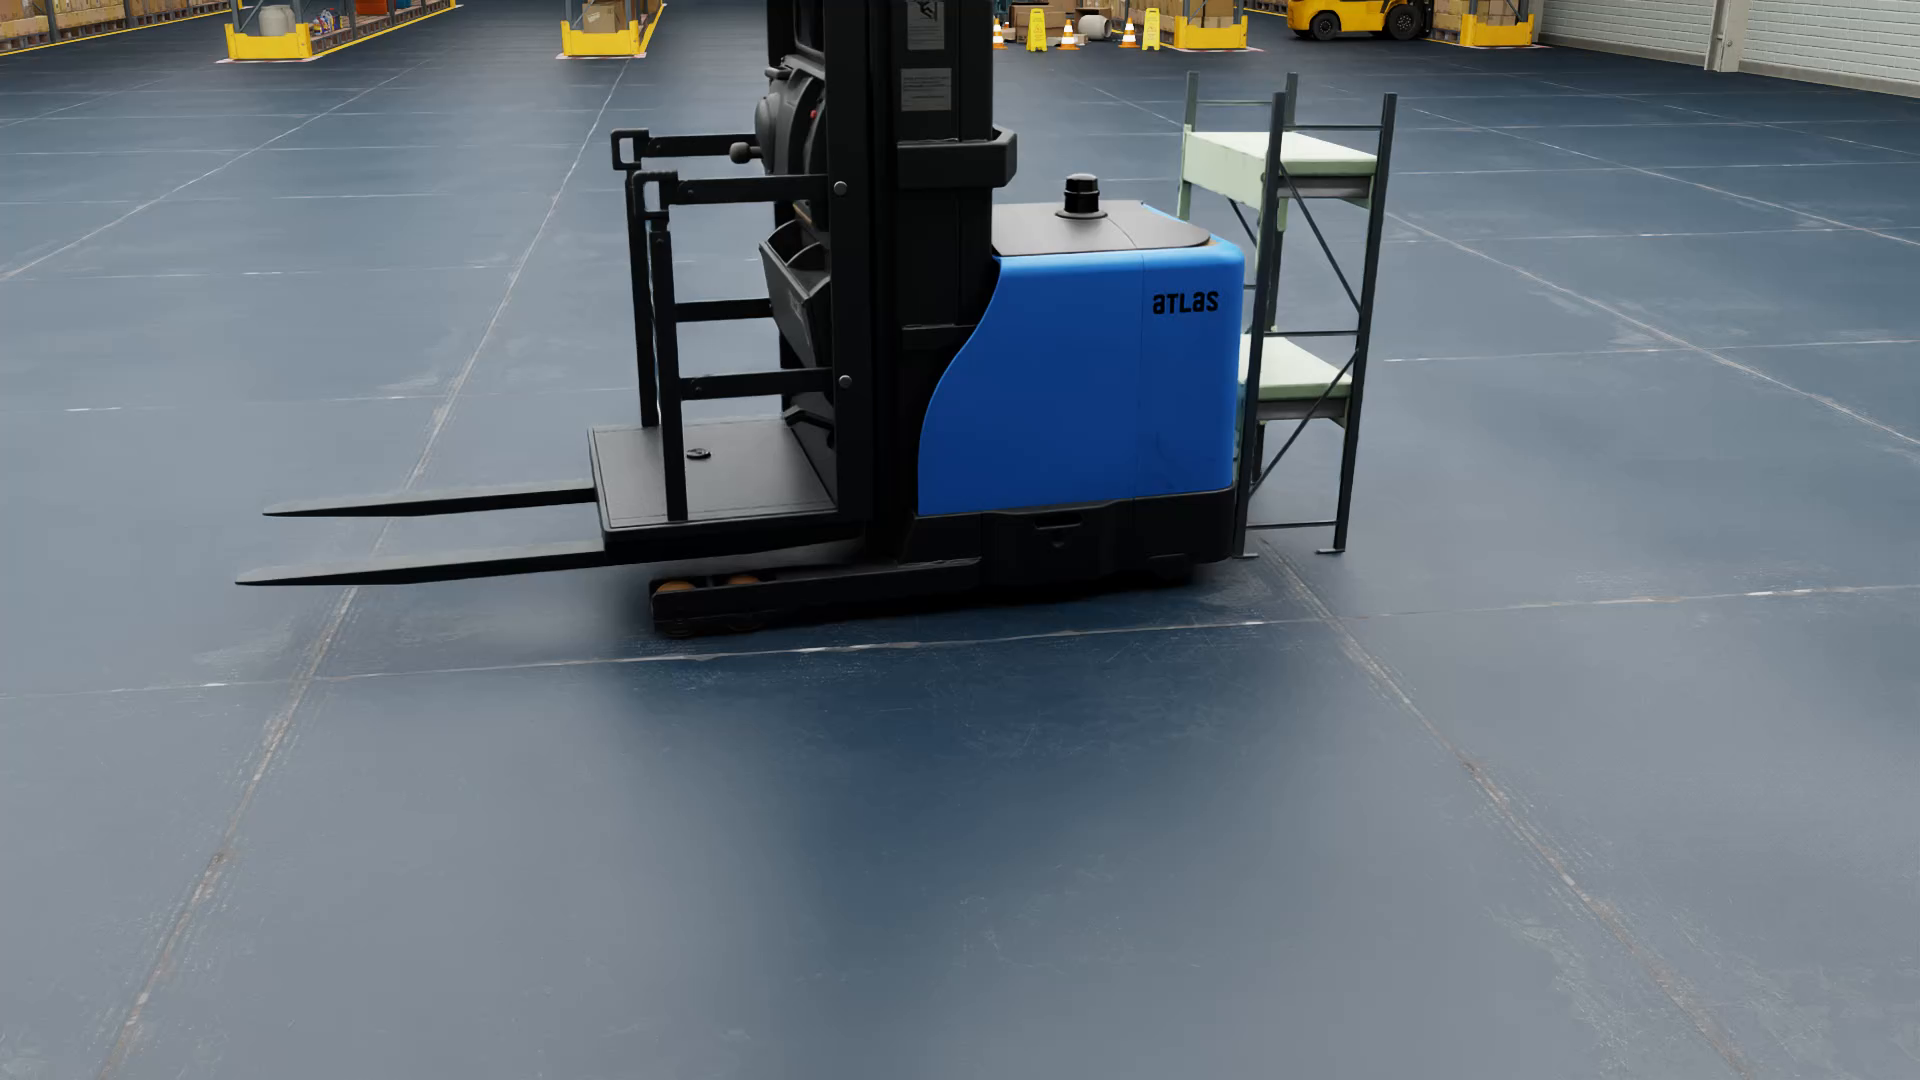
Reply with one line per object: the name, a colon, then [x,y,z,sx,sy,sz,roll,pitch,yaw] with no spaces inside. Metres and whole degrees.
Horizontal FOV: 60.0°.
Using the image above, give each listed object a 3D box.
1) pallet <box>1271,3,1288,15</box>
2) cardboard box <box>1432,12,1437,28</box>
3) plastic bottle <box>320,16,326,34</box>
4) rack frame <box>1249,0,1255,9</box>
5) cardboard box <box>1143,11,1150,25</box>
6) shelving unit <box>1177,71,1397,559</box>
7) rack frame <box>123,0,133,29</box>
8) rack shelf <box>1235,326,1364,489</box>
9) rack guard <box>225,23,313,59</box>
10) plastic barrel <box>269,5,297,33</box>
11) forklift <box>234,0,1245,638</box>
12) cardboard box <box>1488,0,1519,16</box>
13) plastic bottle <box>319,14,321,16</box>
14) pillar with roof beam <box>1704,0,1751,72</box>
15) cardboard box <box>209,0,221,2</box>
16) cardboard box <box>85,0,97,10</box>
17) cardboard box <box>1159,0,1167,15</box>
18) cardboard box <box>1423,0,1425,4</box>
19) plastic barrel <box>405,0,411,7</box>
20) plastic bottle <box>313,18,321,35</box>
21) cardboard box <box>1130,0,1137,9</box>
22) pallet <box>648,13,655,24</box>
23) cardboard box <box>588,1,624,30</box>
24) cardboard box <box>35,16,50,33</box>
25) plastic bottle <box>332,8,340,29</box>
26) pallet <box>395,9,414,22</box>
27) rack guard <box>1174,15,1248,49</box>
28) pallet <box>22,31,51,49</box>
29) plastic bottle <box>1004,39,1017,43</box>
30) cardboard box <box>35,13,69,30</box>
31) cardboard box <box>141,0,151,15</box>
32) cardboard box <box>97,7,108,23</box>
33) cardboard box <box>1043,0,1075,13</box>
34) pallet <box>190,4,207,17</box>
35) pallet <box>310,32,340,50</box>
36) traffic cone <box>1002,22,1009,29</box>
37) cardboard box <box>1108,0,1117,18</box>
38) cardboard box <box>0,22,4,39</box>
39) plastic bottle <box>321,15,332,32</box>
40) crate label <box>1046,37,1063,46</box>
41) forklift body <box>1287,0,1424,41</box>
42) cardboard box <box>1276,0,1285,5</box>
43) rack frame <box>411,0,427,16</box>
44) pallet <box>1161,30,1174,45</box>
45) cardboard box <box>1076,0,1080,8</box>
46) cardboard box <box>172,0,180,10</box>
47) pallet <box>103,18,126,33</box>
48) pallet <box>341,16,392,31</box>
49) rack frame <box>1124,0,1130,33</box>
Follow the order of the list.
pallet: [7.677,-11.955,37.424,1.003,0.211,1.213,-3,21,-8]
cardboard box: [8.568,-9.212,29.422,0.500,0.250,0.500,-3,21,-7]
plastic bottle: [-10.562,-8.534,27.547,0.097,0.271,0.097,0,20,0]
rack frame: [7.344,-13.965,38.819,1.000,3.000,0.127,-3,21,-8]
cardboard box: [3.571,-9.266,29.568,0.500,0.250,0.500,-3,21,-8]
shelving unit: [1.037,-0.780,5.643,0.431,1.500,0.755,-3,21,-13]
rack frame: [-16.601,-11.330,31.764,1.000,3.000,0.127,-3,21,-8]
rack shelf: [1.028,-0.474,5.755,0.431,0.370,0.720,-3,21,-13]
rack guard: [-10.603,-7.662,25.515,1.175,0.500,0.348,-3,21,-8]
plastic barrel: [-10.788,-8.238,26.440,0.421,0.512,0.421,0,20,0]
forklift: [-0.691,-1.287,4.973,3.031,2.935,1.130,-5,21,-14]
cardboard box: [9.211,-9.126,28.479,0.500,0.250,0.500,-3,21,-7]
plastic bottle: [-10.768,-8.727,28.047,0.061,0.283,0.133,-3,21,-8]
pillar with roof beam: [6.470,-10.612,21.269,9.100,9.000,0.400,-3,21,-8]
cardboard box: [-17.325,-12.512,38.229,0.500,0.250,0.500,-3,21,-8]
cardboard box: [-16.060,-9.804,30.208,0.500,0.311,0.500,-2,21,-6]
cardboard box: [3.710,-9.263,28.488,0.500,0.500,0.500,-2,21,-6]
cardboard box: [8.469,-9.631,29.830,0.500,0.250,0.500,-3,21,-8]
plastic barrel: [-12.214,-11.988,35.925,0.600,0.901,0.708,-3,21,-8]
plastic bottle: [-10.499,-8.380,27.137,0.097,0.271,0.097,0,20,0]
cardboard box: [3.403,-9.985,30.422,0.500,0.500,0.500,-2,21,-5]
pallet: [-6.837,-10.799,34.328,1.003,0.211,1.213,-3,21,-8]
cardboard box: [-5.909,-8.724,27.760,0.500,0.500,0.500,-1,21,-3]
cardboard box: [-15.741,-8.704,28.064,0.500,0.250,0.500,-3,21,-8]
plastic bottle: [-10.744,-8.950,28.550,0.144,0.351,0.185,-3,21,-9]
pallet: [-12.026,-10.965,34.771,1.003,0.211,1.213,-3,21,-8]
rack guard: [4.151,-8.414,27.529,1.175,0.500,0.348,-3,21,-8]
pallet: [-15.951,-8.361,27.801,1.003,0.211,1.213,-3,21,-8]
plastic bottle: [0.856,-8.626,28.725,0.133,0.061,0.283,-11,23,-26]
cardboard box: [-15.837,-9.006,28.871,0.500,0.250,0.500,-3,21,-9]
cardboard box: [-16.465,-10.718,33.070,0.500,0.500,0.500,-4,21,-10]
cardboard box: [-16.136,-9.716,30.773,0.500,0.250,0.500,-2,21,-7]
cardboard box: [1.828,-10.027,30.766,0.500,0.500,0.500,-3,21,-8]
pallet: [-17.276,-11.646,36.597,1.003,0.211,1.213,-3,21,-8]
pallet: [-10.888,-8.229,27.448,1.003,0.211,1.213,-3,21,-8]
traffic cone: [0.990,-10.164,32.267,0.336,0.463,0.334,-3,21,-8]
cardboard box: [3.400,-10.339,32.267,0.950,0.372,0.625,-2,21,-4]
cardboard box: [-15.452,-8.012,26.210,0.500,0.250,0.500,-3,21,-8]
plastic bottle: [-10.650,-8.681,27.935,0.152,0.276,0.135,-3,21,-7]
crate label: [1.599,-8.397,28.001,0.250,0.136,0.298,-15,25,-35]
forklift body: [6.995,-9.977,29.355,2.313,2.155,1.214,-3,21,-8]
cardboard box: [7.413,-12.275,37.267,0.500,0.500,0.500,-4,21,-10]
rack frame: [-12.275,-12.964,36.138,1.000,3.000,0.127,-3,21,-8]
pallet: [4.069,-8.561,28.337,1.003,0.211,1.213,-3,21,-8]
cardboard box: [2.992,-11.773,35.387,0.875,0.875,0.875,-3,21,-8]
cardboard box: [-16.760,-11.422,34.955,0.500,0.500,0.500,-3,21,-8]
pallet: [-16.521,-9.737,31.484,1.003,0.211,1.213,-3,21,-8]
pallet: [-11.626,-10.002,32.194,1.003,0.211,1.213,-3,21,-8]
rack frame: [3.585,-10.943,30.729,1.000,3.000,0.127,-3,21,-8]
